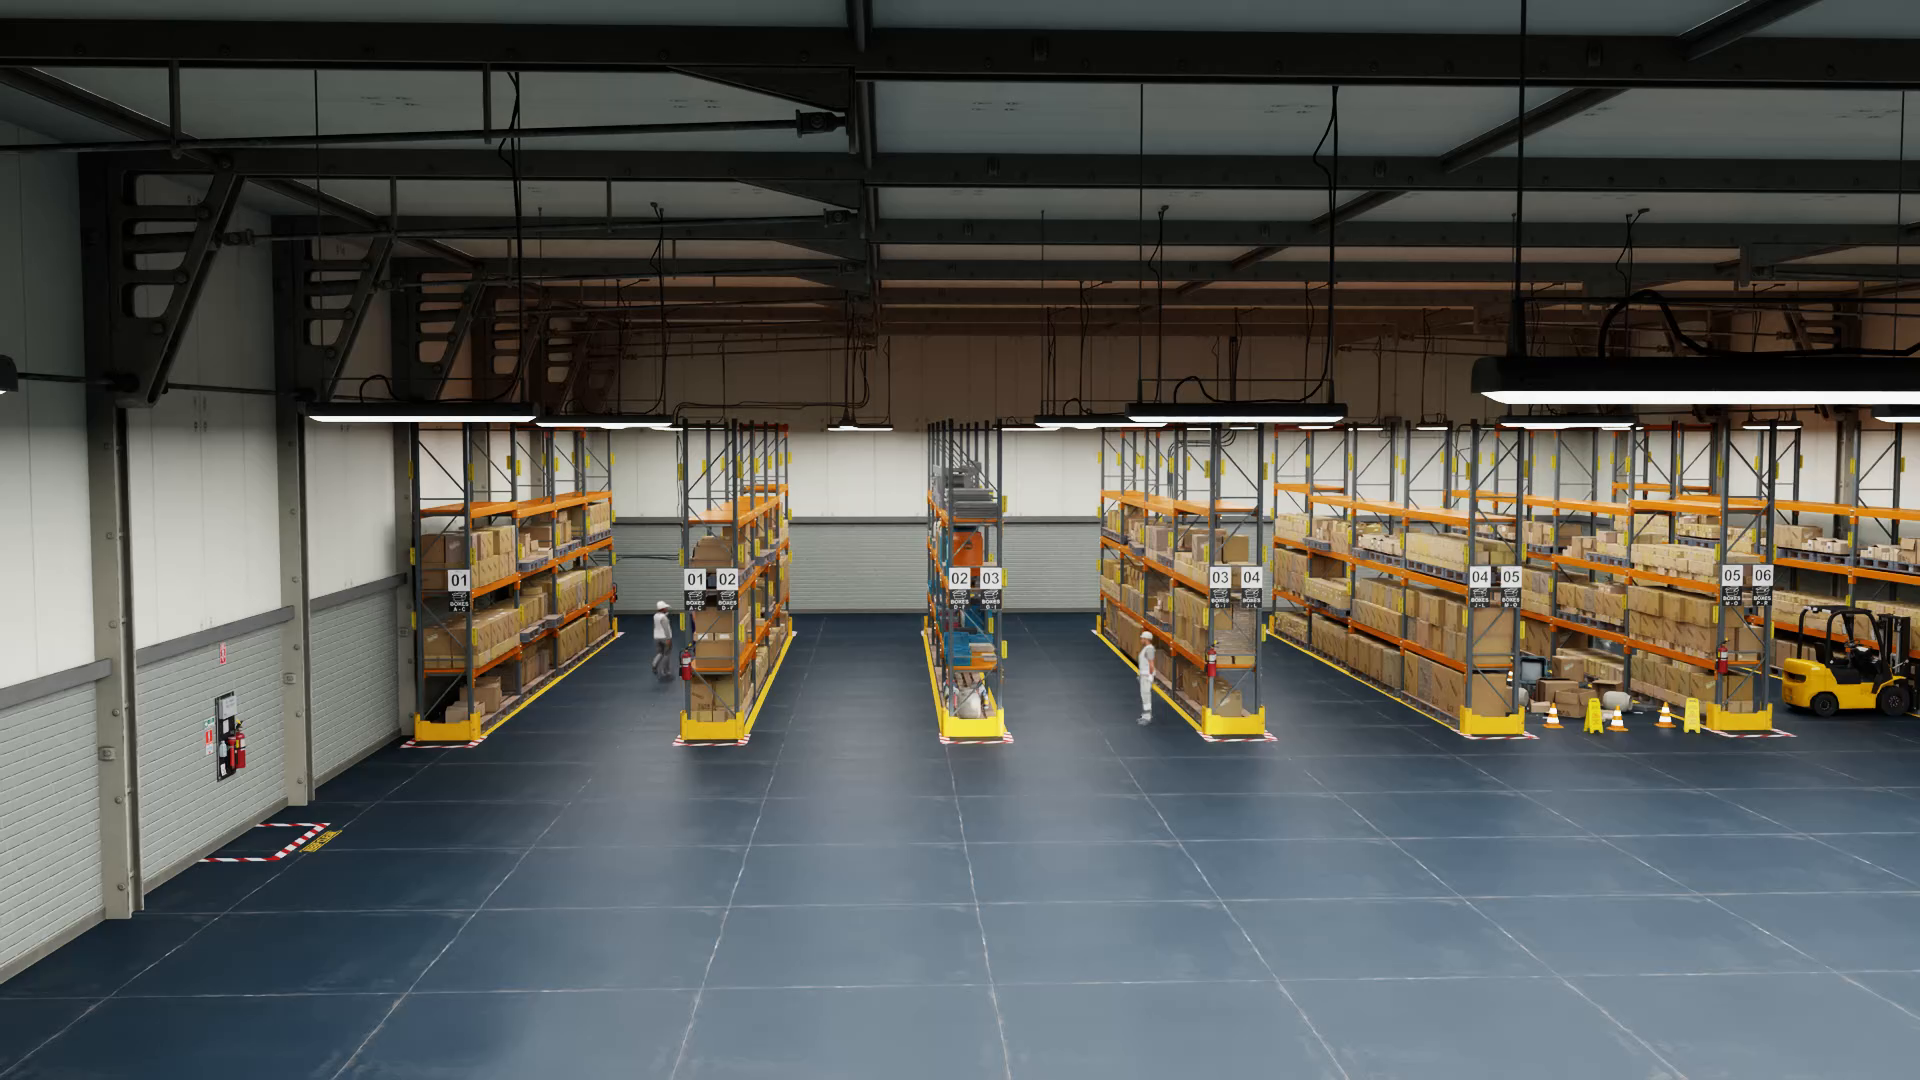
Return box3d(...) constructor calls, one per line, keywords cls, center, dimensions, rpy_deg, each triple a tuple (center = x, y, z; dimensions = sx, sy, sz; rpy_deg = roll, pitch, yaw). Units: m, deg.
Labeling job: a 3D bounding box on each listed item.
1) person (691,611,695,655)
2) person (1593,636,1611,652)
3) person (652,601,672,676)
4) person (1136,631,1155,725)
box3d(cls="person", center=(-6.699, 2.195, 42.844), dimensions=(0.523, 1.704, 0.416), rpy_deg=(-4, 5, -44))
box3d(cls="person", center=(16.512, 2.114, 43.132), dimensions=(0.605, 1.757, 0.687), rpy_deg=(-3, 5, -40))
box3d(cls="person", center=(-7.038, 2.322, 39.140), dimensions=(0.559, 1.764, 0.557), rpy_deg=(2, 4, 26))
box3d(cls="person", center=(3.675, 2.725, 32.943), dimensions=(0.374, 1.824, 0.640), rpy_deg=(0, 4, 0))
